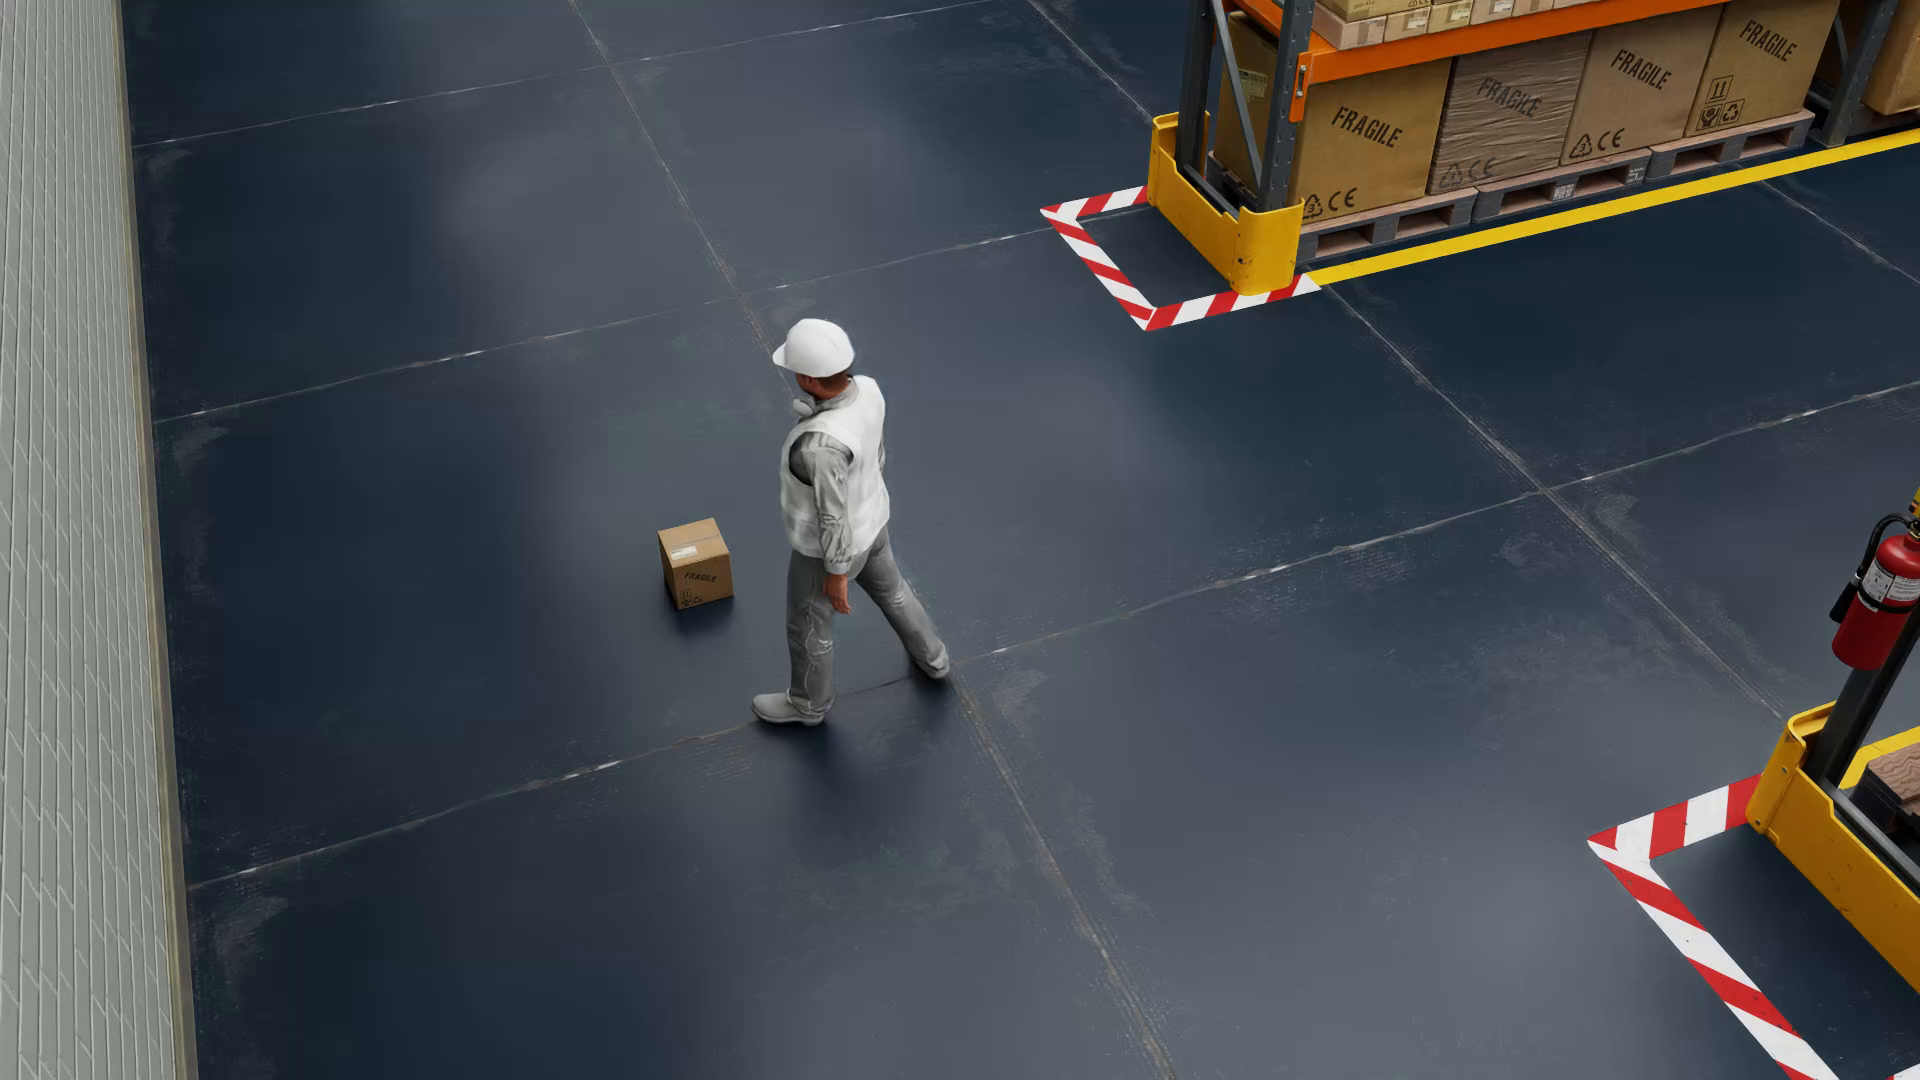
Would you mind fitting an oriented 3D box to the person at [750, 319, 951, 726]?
[{"bbox_3d":[-0.417,-0.061,6.215,0.681,1.760,0.663,14,43,15],"label":"person"}]
